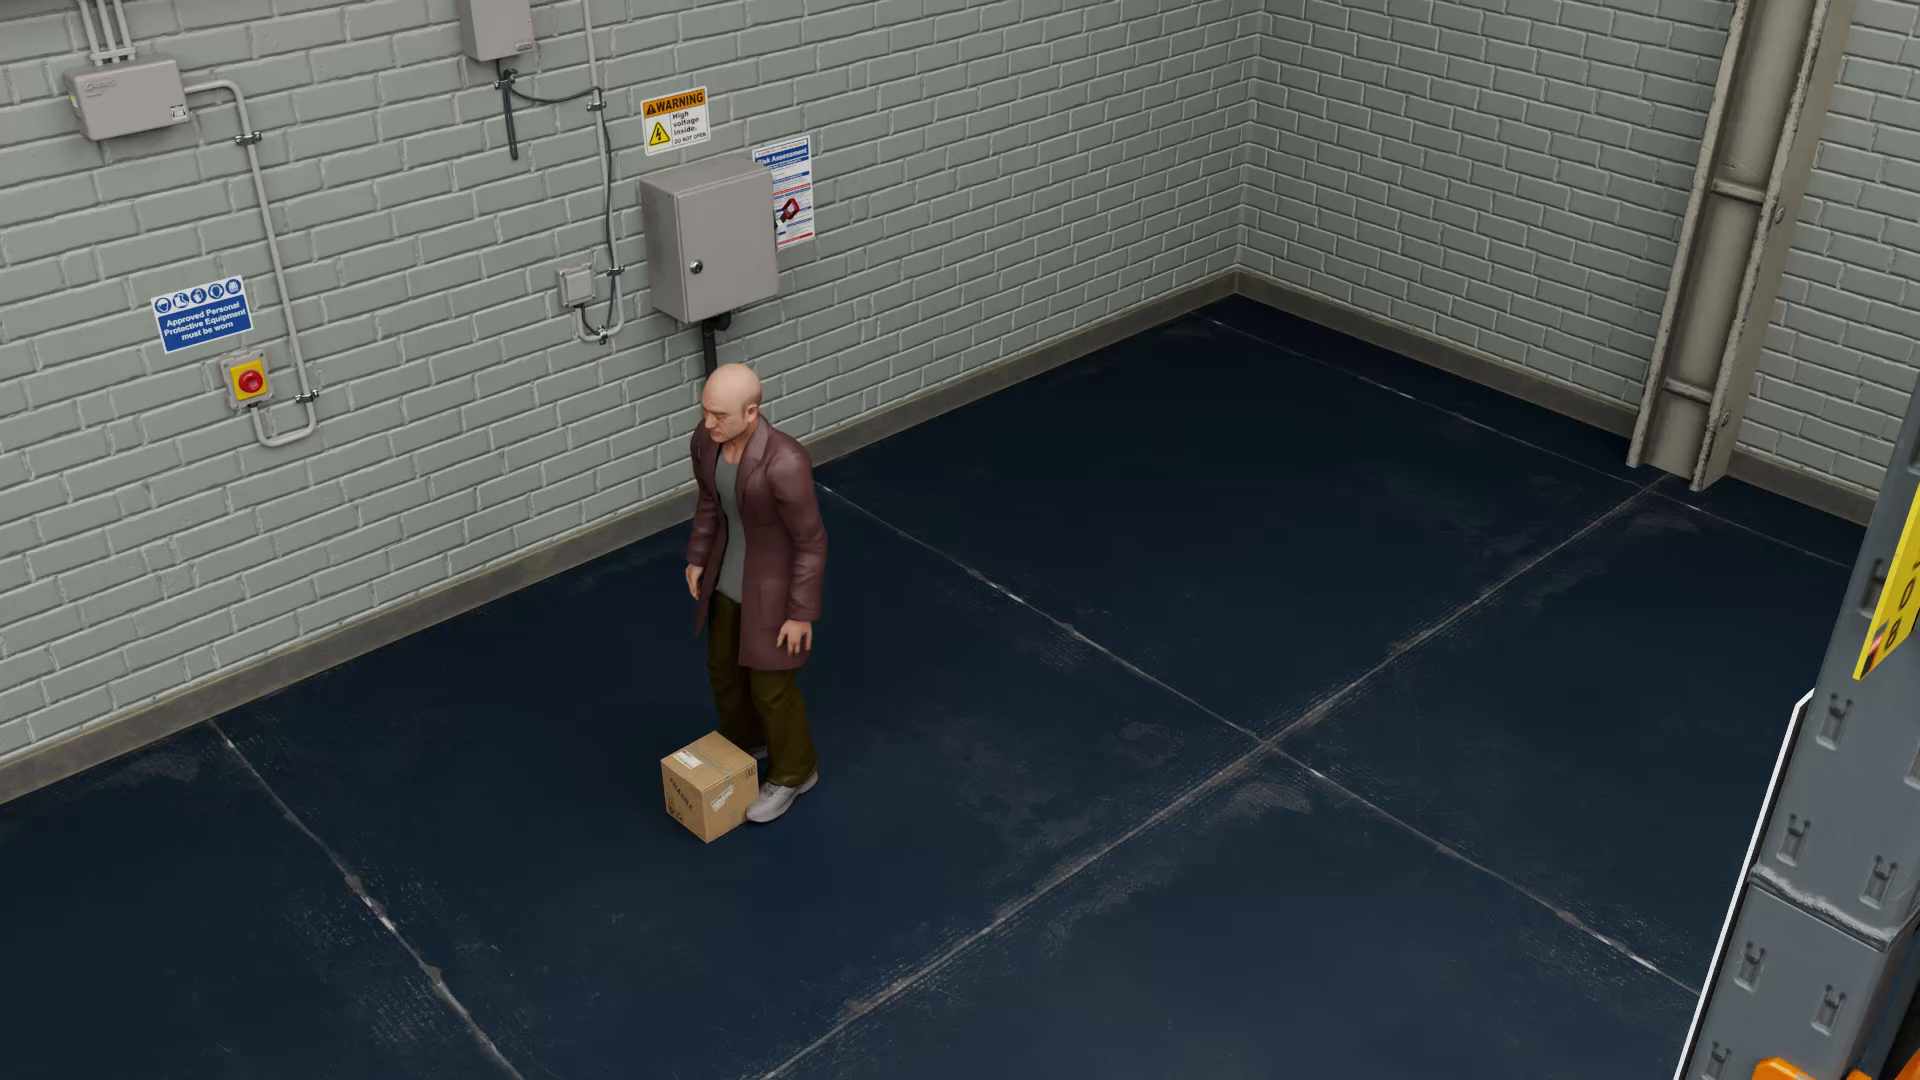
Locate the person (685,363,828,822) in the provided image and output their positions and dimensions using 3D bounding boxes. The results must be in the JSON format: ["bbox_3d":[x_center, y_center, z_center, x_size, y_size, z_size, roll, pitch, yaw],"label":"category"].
[{"bbox_3d":[-0.725,0.173,5.865,0.653,1.774,0.422,27,40,36],"label":"person"}]
